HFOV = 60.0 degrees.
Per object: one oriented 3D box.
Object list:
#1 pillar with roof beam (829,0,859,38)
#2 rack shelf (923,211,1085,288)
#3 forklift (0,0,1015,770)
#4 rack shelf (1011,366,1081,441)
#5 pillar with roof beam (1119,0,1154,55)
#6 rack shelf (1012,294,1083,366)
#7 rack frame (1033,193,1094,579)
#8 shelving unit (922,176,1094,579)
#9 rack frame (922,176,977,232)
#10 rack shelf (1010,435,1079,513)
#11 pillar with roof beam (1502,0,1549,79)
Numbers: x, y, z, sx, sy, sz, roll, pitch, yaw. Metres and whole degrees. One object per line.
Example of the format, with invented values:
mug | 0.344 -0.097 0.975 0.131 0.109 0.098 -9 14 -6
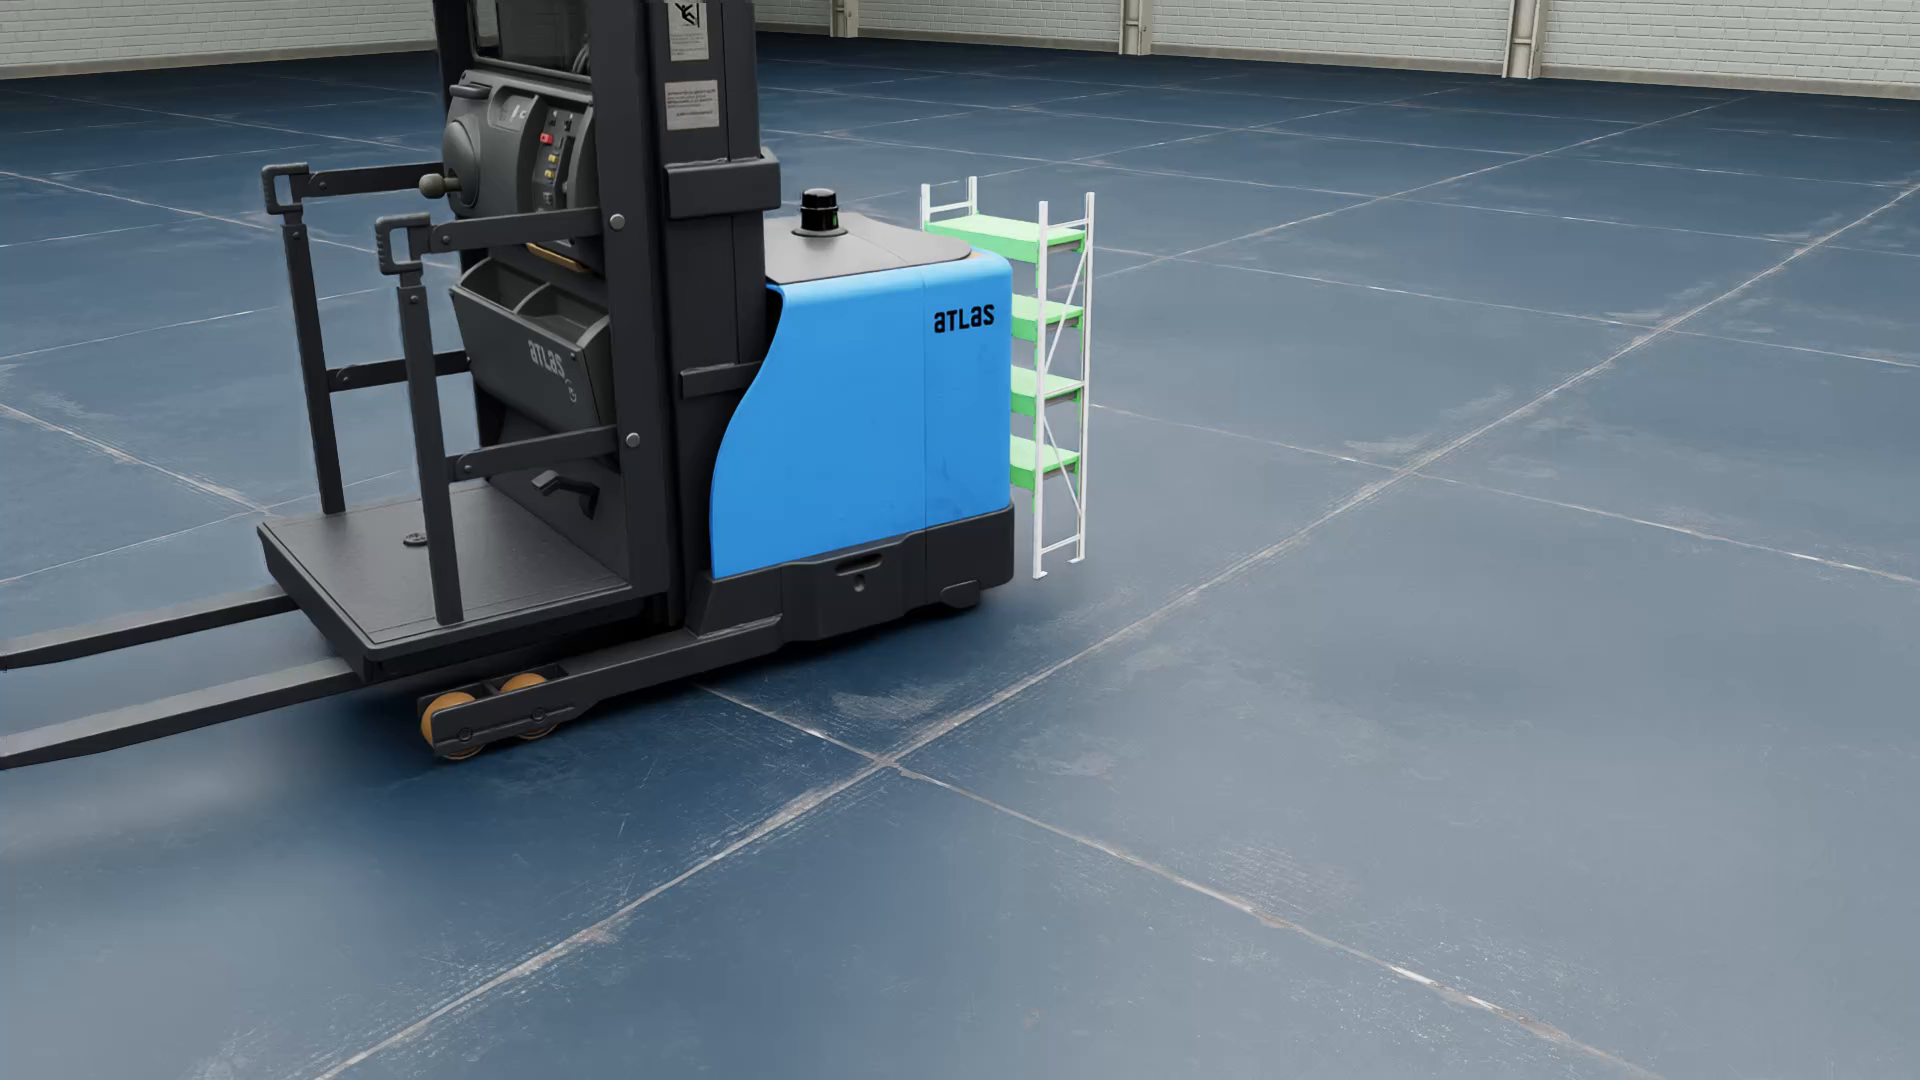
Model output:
pillar with roof beam | -4.719 -11.734 24.031 0.400 9.000 9.100 16 26 36
rack shelf | 0.145 -0.917 5.219 0.480 0.148 0.258 18 27 40
forklift | -1.330 -1.028 4.241 3.031 2.935 1.130 -14 25 -33
rack shelf | 0.145 -0.467 5.389 0.480 0.148 0.258 18 27 40
pillar with roof beam | -0.070 -10.395 20.481 0.400 9.000 9.100 16 26 36
rack shelf | 0.145 -0.692 5.304 0.480 0.148 0.258 18 27 40
rack frame | 0.322 -0.468 5.210 0.015 1.200 0.240 18 27 40
shelving unit | 0.145 -0.527 5.366 0.503 1.200 0.258 18 27 40
rack frame | -0.033 -0.586 5.522 0.015 1.200 0.240 18 27 40
rack shelf | 0.145 -0.243 5.473 0.480 0.148 0.258 18 27 40
pillar with roof beam | 4.578 -9.057 16.931 0.400 9.000 9.100 16 26 36
